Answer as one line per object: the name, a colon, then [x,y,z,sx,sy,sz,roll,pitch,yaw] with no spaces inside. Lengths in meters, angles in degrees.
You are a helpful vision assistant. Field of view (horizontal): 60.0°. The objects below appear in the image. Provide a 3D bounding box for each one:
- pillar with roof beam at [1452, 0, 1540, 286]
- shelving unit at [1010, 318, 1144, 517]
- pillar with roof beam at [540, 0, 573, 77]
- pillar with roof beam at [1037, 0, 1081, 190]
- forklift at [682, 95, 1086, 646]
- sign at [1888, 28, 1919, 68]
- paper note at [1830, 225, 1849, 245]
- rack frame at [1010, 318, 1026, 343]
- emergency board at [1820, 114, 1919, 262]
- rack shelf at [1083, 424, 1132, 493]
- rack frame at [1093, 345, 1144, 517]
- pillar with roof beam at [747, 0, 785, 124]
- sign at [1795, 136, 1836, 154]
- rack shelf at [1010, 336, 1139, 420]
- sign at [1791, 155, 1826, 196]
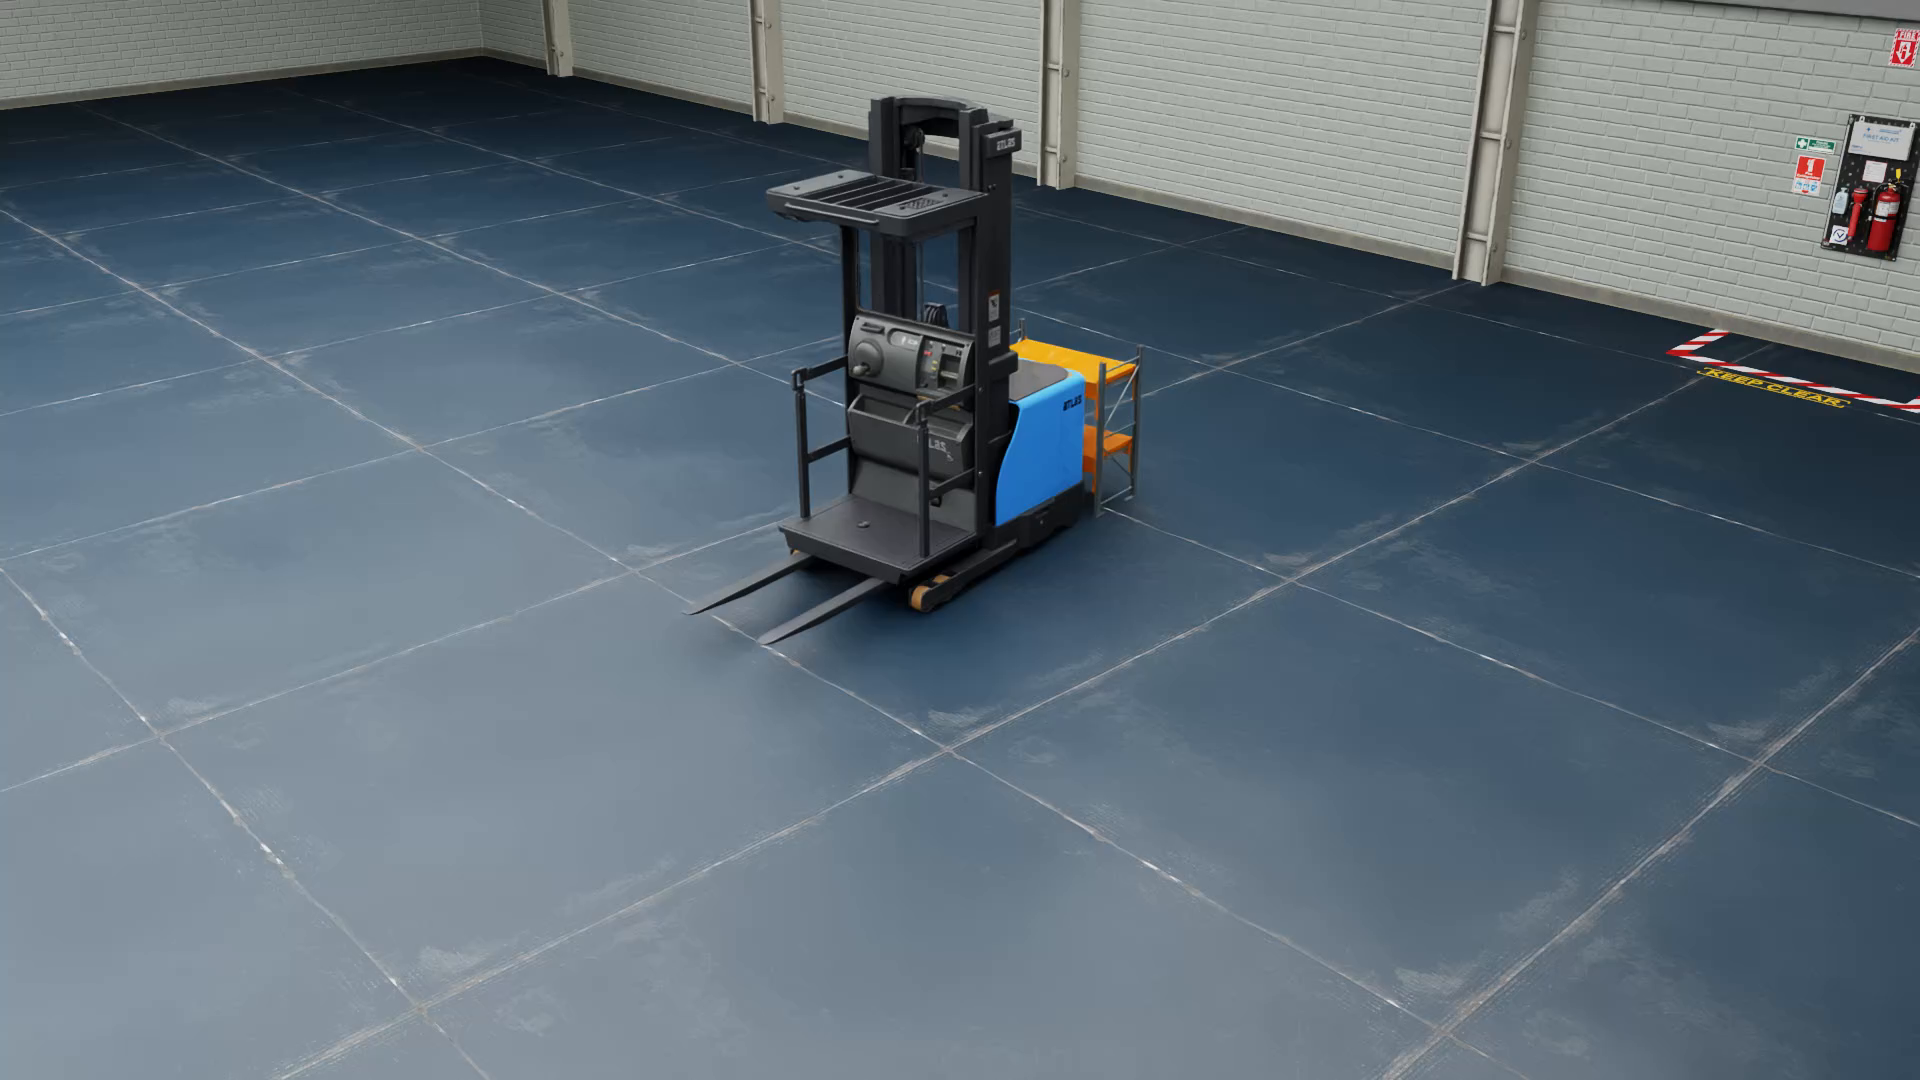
pillar with roof beam: [2.181,-5.558,12.592,9.100,9.000,0.400,-21,32,-38]
shelving unit: [0.704,-0.885,11.833,1.048,1.125,0.538,18,30,35]
pillar with roof beam: [-10.122,-11.012,24.546,9.100,9.000,0.400,-21,32,-38]
pillar with roof beam: [-1.920,-7.376,16.576,9.100,9.000,0.400,-21,32,-38]
forklift: [-0.444,-1.117,10.168,1.130,2.935,3.031,18,30,34]
sign: [7.830,-4.077,13.780,0.001,0.298,0.199,-21,32,-38]
paper note: [7.692,-2.664,14.537,0.016,0.148,0.142,-21,32,-38]
rack frame: [0.307,-1.017,12.123,0.032,1.125,0.500,18,30,35]
emergency board: [7.763,-2.992,14.194,0.194,1.169,0.643,-21,32,-38]
rack shelf: [0.703,-0.662,11.934,1.000,0.278,0.538,18,30,35]
rack frame: [1.100,-0.753,11.544,0.032,1.125,0.500,18,30,35]
pillar with roof beam: [-6.021,-9.194,20.561,9.100,9.000,0.400,-21,32,-38]
sign: [7.457,-3.442,14.499,0.001,0.109,0.331,-21,32,-38]
rack shelf: [0.704,-1.151,11.712,1.000,0.278,0.538,18,30,35]
sign: [7.460,-3.205,14.618,0.001,0.329,0.234,-21,32,-38]
